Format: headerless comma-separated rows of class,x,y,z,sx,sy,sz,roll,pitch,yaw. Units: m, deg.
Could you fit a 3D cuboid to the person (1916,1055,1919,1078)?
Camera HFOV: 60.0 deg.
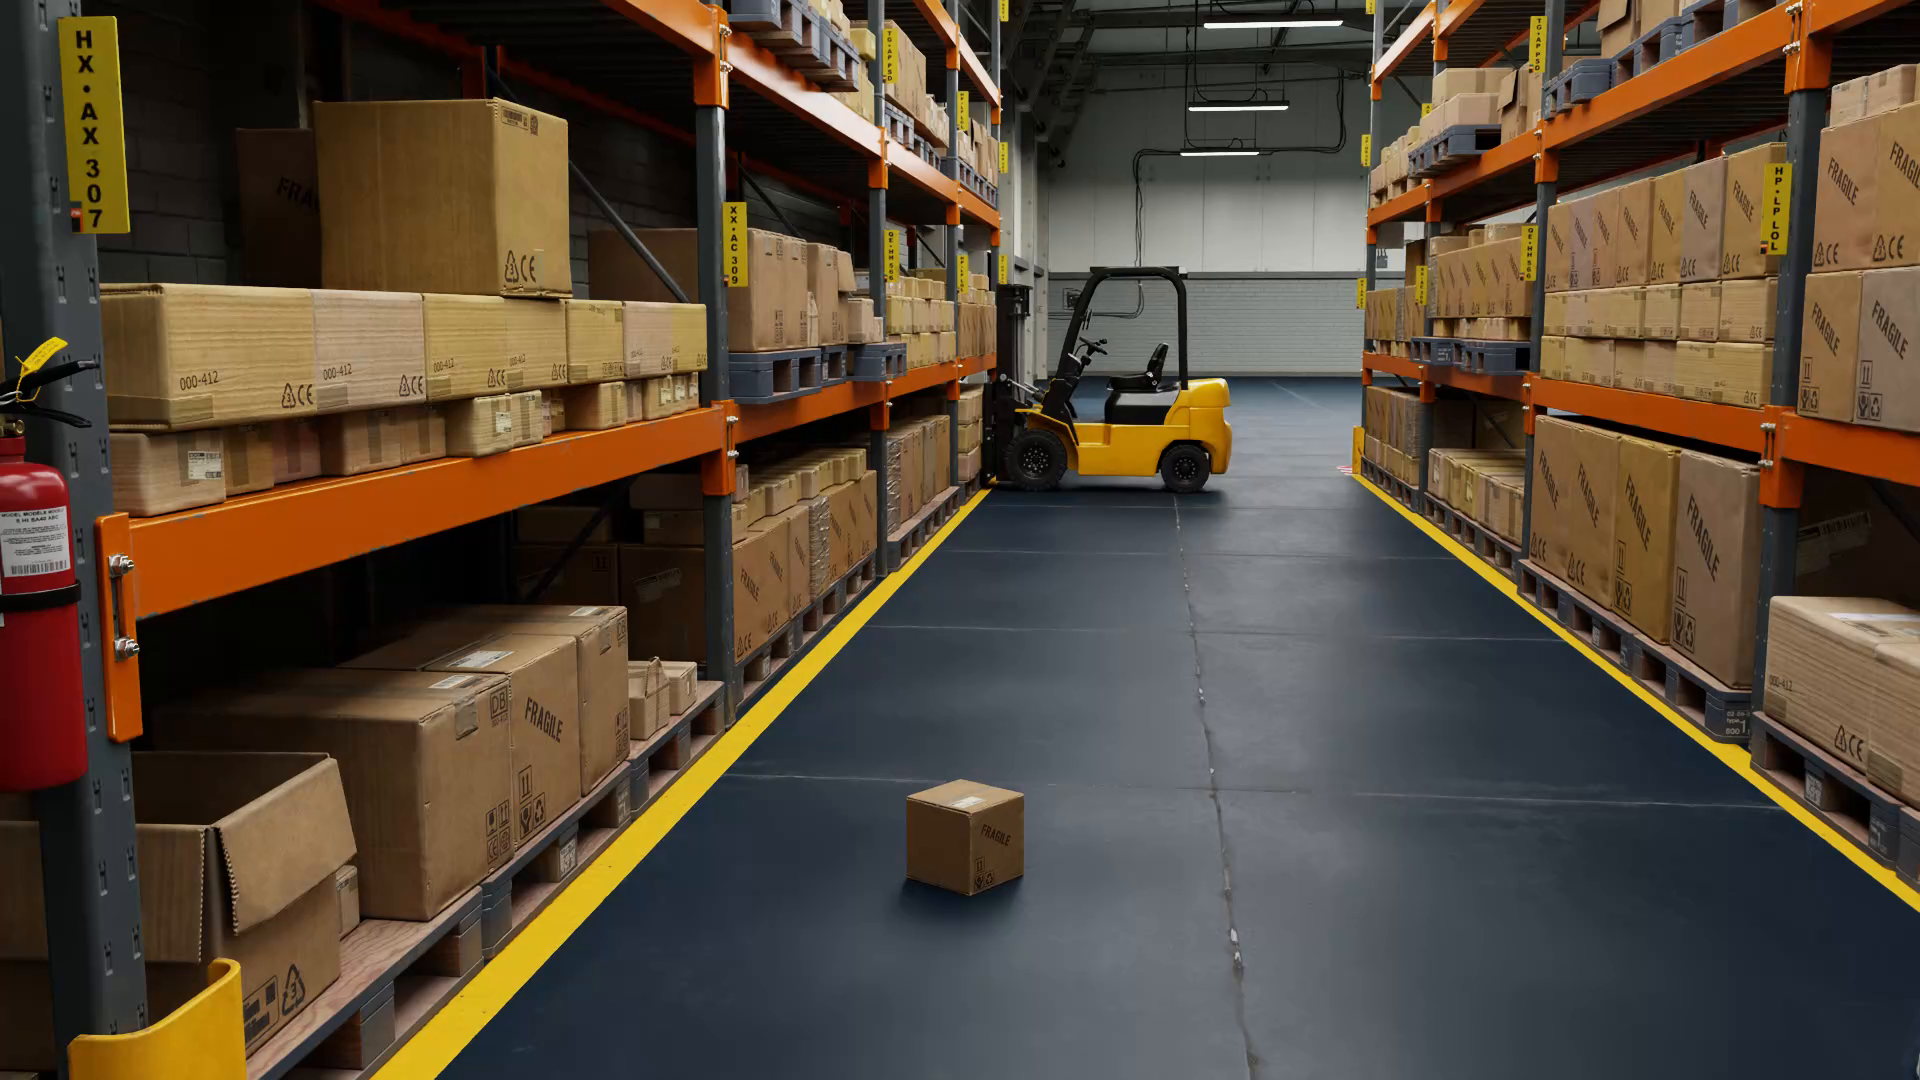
person,1.558,0.464,2.021,0.528,1.735,1.000,-3,8,-21
